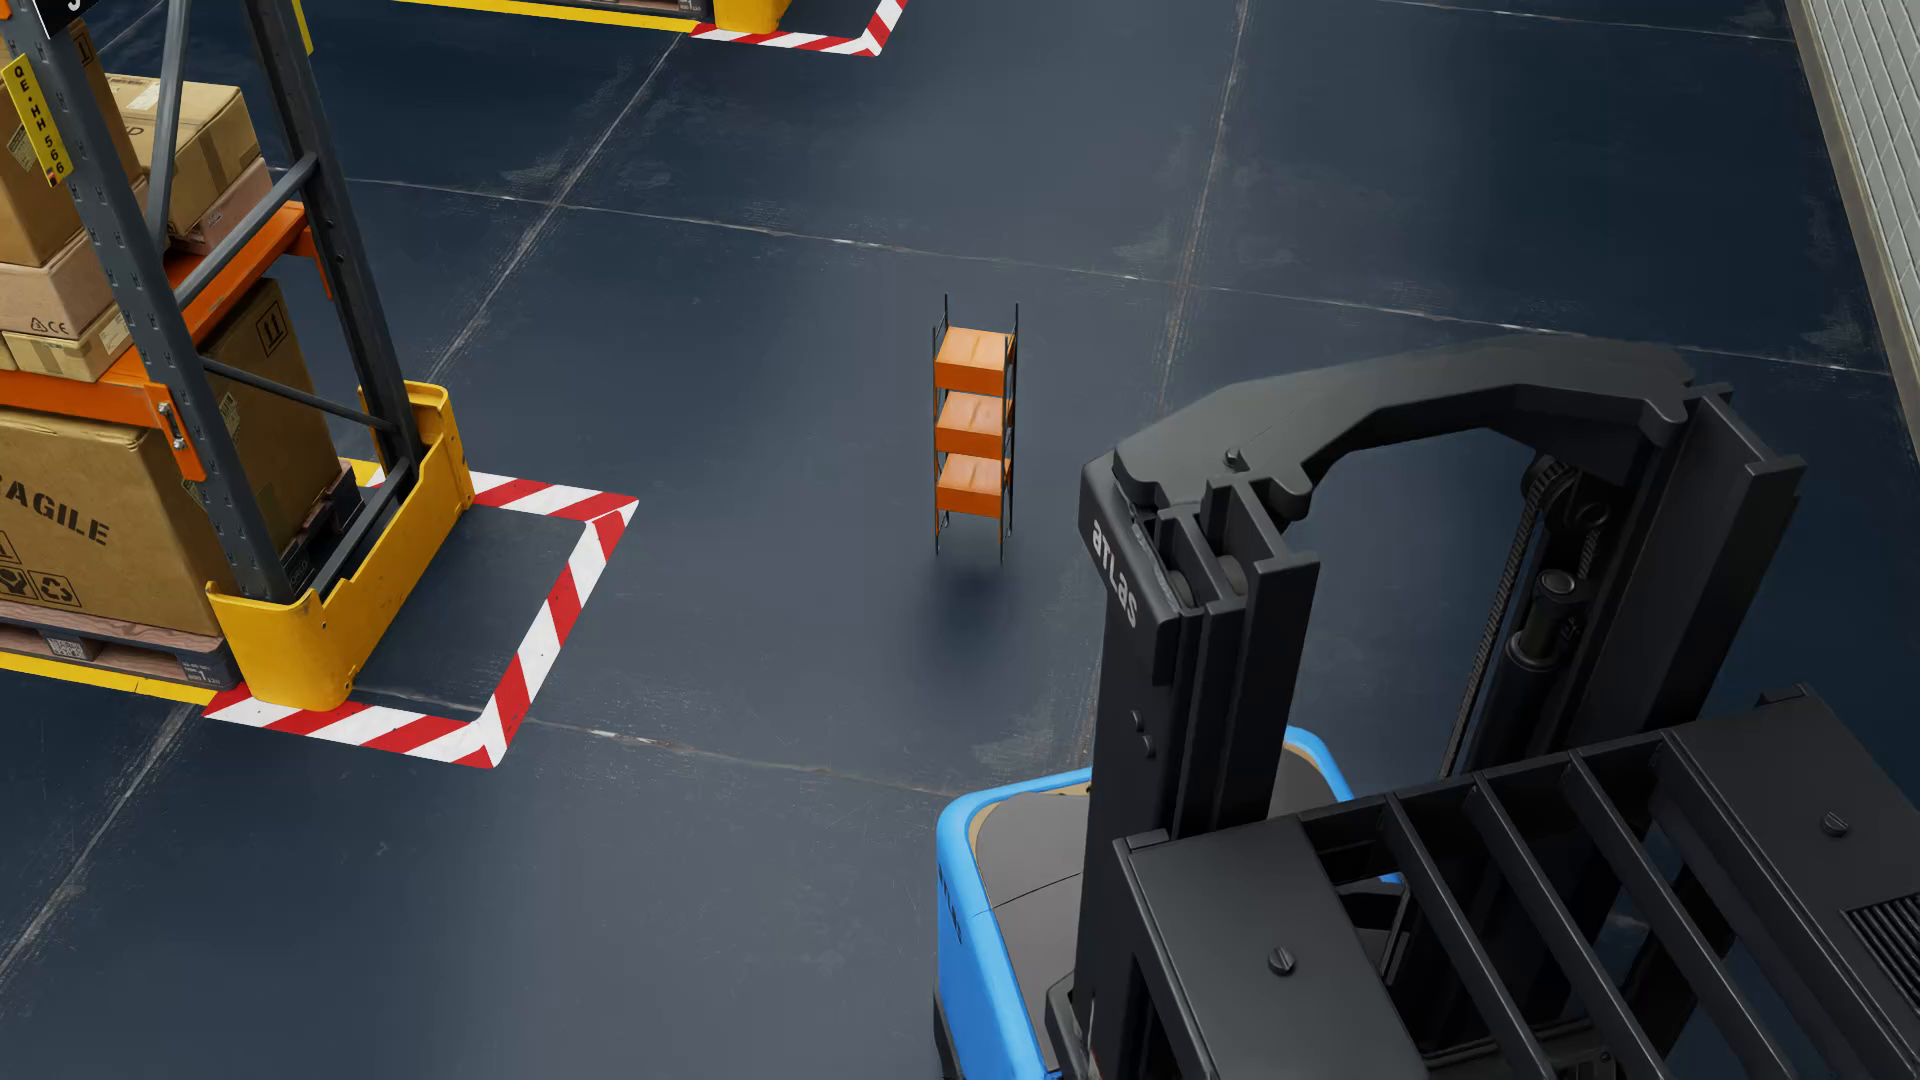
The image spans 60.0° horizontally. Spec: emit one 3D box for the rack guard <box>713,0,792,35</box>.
[{"bbox_3d":[-1.070,-3.370,9.390,0.348,0.500,1.175,9,45,9],"label":"rack guard"}]

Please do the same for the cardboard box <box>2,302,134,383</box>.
[{"bbox_3d":[-2.598,-0.654,4.947,0.250,0.149,0.380,10,45,10],"label":"cardboard box"}]

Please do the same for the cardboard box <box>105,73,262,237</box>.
[{"bbox_3d":[-2.588,-1.222,5.250,0.500,0.250,0.500,8,44,8],"label":"cardboard box"}]

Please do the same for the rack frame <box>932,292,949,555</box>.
[{"bbox_3d":[-0.067,-0.389,5.897,0.008,1.050,0.200,9,45,9],"label":"rack frame"}]

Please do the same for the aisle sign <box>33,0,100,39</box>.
[{"bbox_3d":[-2.174,-1.636,3.912,0.004,0.787,0.394,9,45,9],"label":"aisle sign"}]

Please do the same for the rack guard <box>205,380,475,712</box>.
[{"bbox_3d":[-2.155,-0.009,5.899,0.348,0.500,1.175,9,45,9],"label":"rack guard"}]

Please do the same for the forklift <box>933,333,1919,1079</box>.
[{"bbox_3d":[0.807,1.250,2.838,1.130,2.935,3.031,-11,45,-11],"label":"forklift"}]

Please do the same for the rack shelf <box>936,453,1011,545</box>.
[{"bbox_3d":[0.052,-0.162,6.078,0.240,0.259,0.215,9,45,9],"label":"rack shelf"}]

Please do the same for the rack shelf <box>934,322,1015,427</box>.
[{"bbox_3d":[0.052,-0.567,5.688,0.240,0.259,0.215,9,45,9],"label":"rack shelf"}]

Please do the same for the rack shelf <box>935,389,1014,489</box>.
[{"bbox_3d":[0.052,-0.363,5.885,0.240,0.259,0.215,9,45,9],"label":"rack shelf"}]

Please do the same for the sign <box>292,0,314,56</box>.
[{"bbox_3d":[-2.051,-1.628,5.097,0.005,0.325,0.100,9,45,9],"label":"sign"}]

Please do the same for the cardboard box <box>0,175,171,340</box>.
[{"bbox_3d":[-2.709,-0.860,4.874,0.500,0.250,0.500,8,45,8],"label":"cardboard box"}]

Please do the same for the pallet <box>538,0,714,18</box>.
[{"bbox_3d":[-1.893,-3.412,9.642,1.213,0.211,1.003,9,45,9],"label":"pallet"}]

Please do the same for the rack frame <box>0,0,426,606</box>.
[{"bbox_3d":[-2.178,-0.913,5.036,0.127,3.000,1.000,9,45,9],"label":"rack frame"}]

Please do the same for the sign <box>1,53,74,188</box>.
[{"bbox_3d":[-2.310,-1.051,4.173,0.005,0.325,0.100,9,45,9],"label":"sign"}]

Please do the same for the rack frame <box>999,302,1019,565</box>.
[{"bbox_3d":[0.171,-0.352,5.858,0.008,1.050,0.200,9,45,9],"label":"rack frame"}]

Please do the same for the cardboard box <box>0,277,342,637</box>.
[{"bbox_3d":[-2.820,-0.342,5.671,0.875,0.875,0.875,9,45,9],"label":"cardboard box"}]

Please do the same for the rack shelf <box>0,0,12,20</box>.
[{"bbox_3d":[-4.130,-2.038,4.560,4.000,0.370,1.077,9,45,9],"label":"rack shelf"}]

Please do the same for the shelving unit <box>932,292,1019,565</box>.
[{"bbox_3d":[0.052,-0.370,5.878,0.252,1.050,0.215,9,45,9],"label":"shelving unit"}]

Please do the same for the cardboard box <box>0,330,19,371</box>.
[{"bbox_3d":[-2.852,-0.692,4.987,0.250,0.149,0.380,9,45,9],"label":"cardboard box"}]

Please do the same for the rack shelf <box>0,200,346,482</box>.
[{"bbox_3d":[-4.130,-0.957,5.600,4.000,0.370,1.077,9,45,9],"label":"rack shelf"}]

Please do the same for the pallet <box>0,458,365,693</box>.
[{"bbox_3d":[-2.976,0.023,6.074,1.213,0.211,1.003,9,45,9],"label":"pallet"}]

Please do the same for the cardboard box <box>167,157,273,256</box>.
[{"bbox_3d":[-2.453,-1.100,5.411,0.250,0.149,0.380,9,45,10],"label":"cardboard box"}]

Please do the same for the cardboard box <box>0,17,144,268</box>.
[{"bbox_3d":[-2.711,-1.132,4.616,0.500,0.500,0.500,9,45,10],"label":"cardboard box"}]
